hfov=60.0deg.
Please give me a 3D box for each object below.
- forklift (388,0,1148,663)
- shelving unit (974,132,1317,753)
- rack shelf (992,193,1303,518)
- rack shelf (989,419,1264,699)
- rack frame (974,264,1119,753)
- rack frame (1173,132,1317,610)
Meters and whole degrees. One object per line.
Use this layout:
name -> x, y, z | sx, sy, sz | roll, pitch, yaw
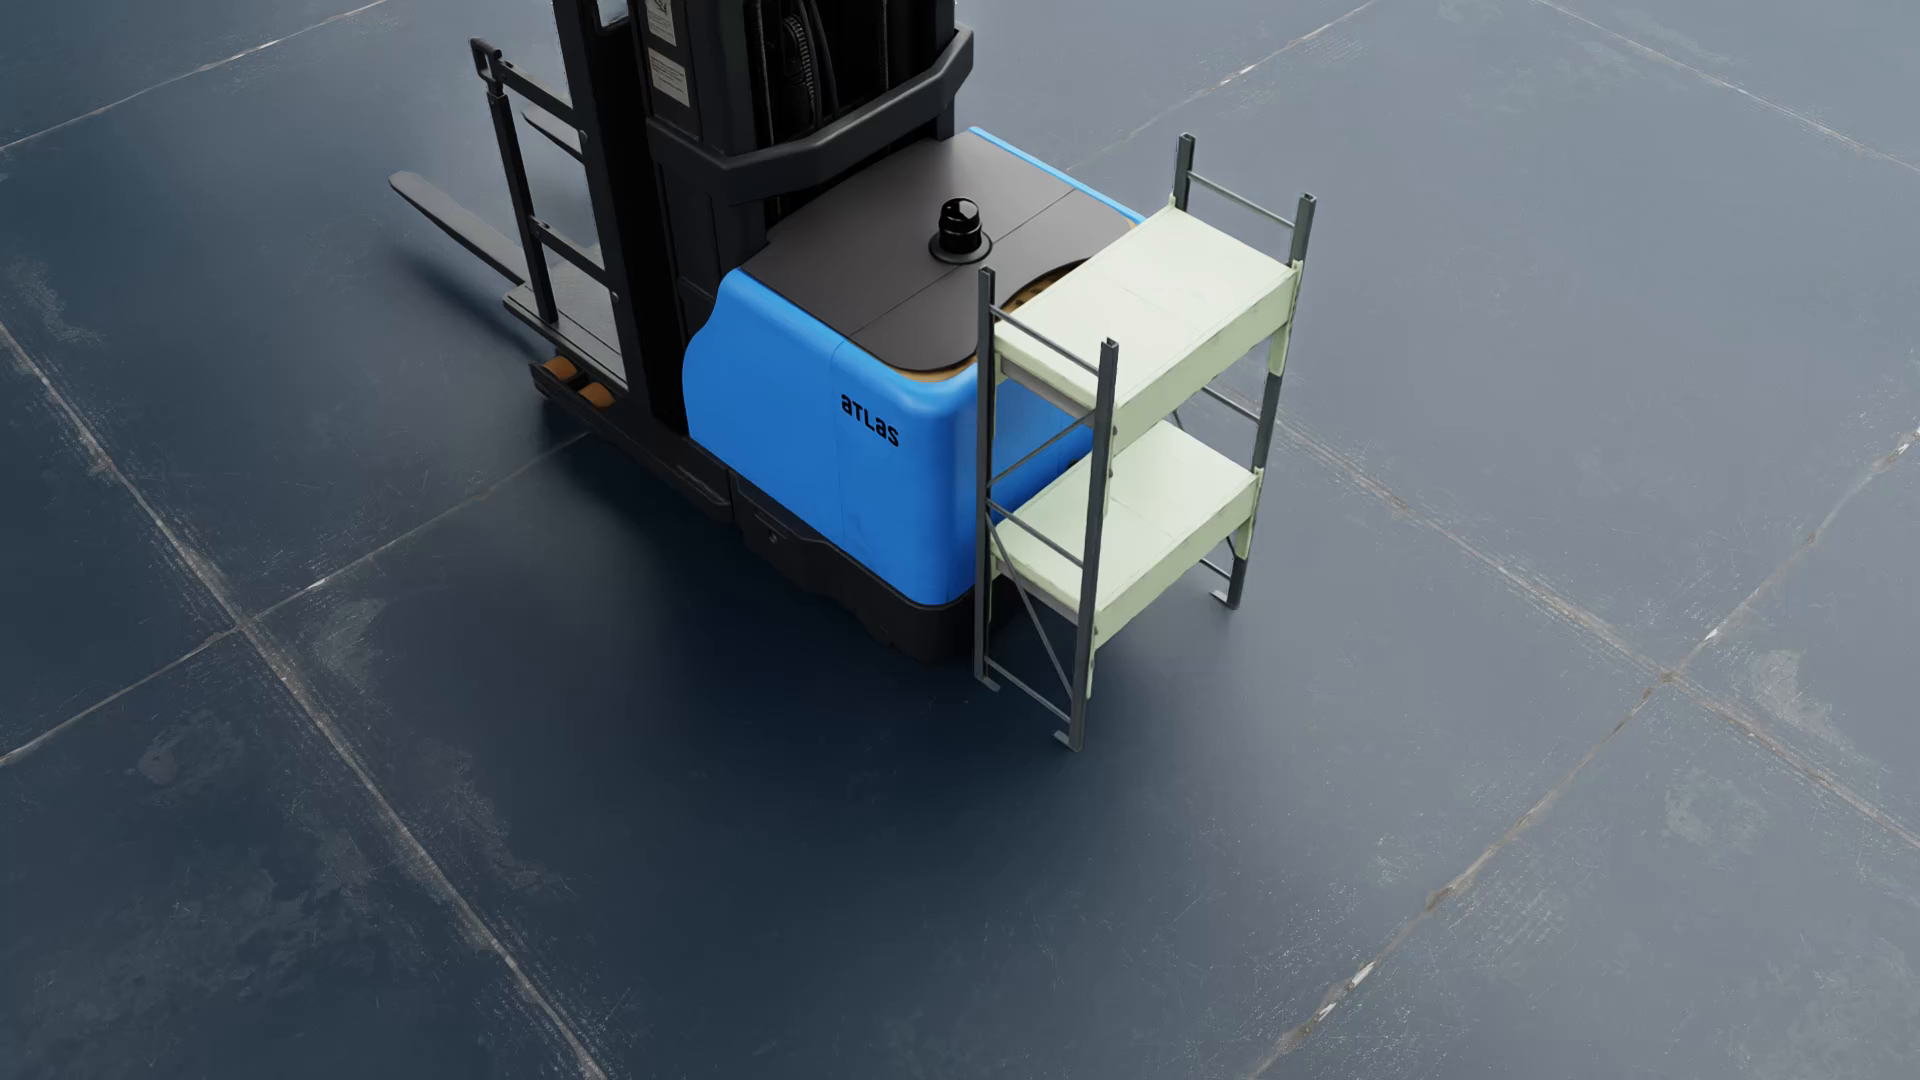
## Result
forklift -> -0.807, -1.602, 4.734 | 3.031, 2.935, 1.130 | 35, 56, 28
shelving unit -> 0.446, -0.207, 4.421 | 0.431, 1.500, 0.755 | 35, 56, 28
rack shelf -> 0.446, -0.472, 4.134 | 0.431, 0.370, 0.720 | 35, 56, 28
rack shelf -> 0.446, 0.014, 4.661 | 0.431, 0.370, 0.720 | 35, 56, 28
rack frame -> 0.193, -0.013, 4.241 | 0.400, 1.500, 0.023 | 35, 56, 28
rack frame -> 0.699, -0.402, 4.600 | 0.400, 1.500, 0.023 | 35, 56, 28
